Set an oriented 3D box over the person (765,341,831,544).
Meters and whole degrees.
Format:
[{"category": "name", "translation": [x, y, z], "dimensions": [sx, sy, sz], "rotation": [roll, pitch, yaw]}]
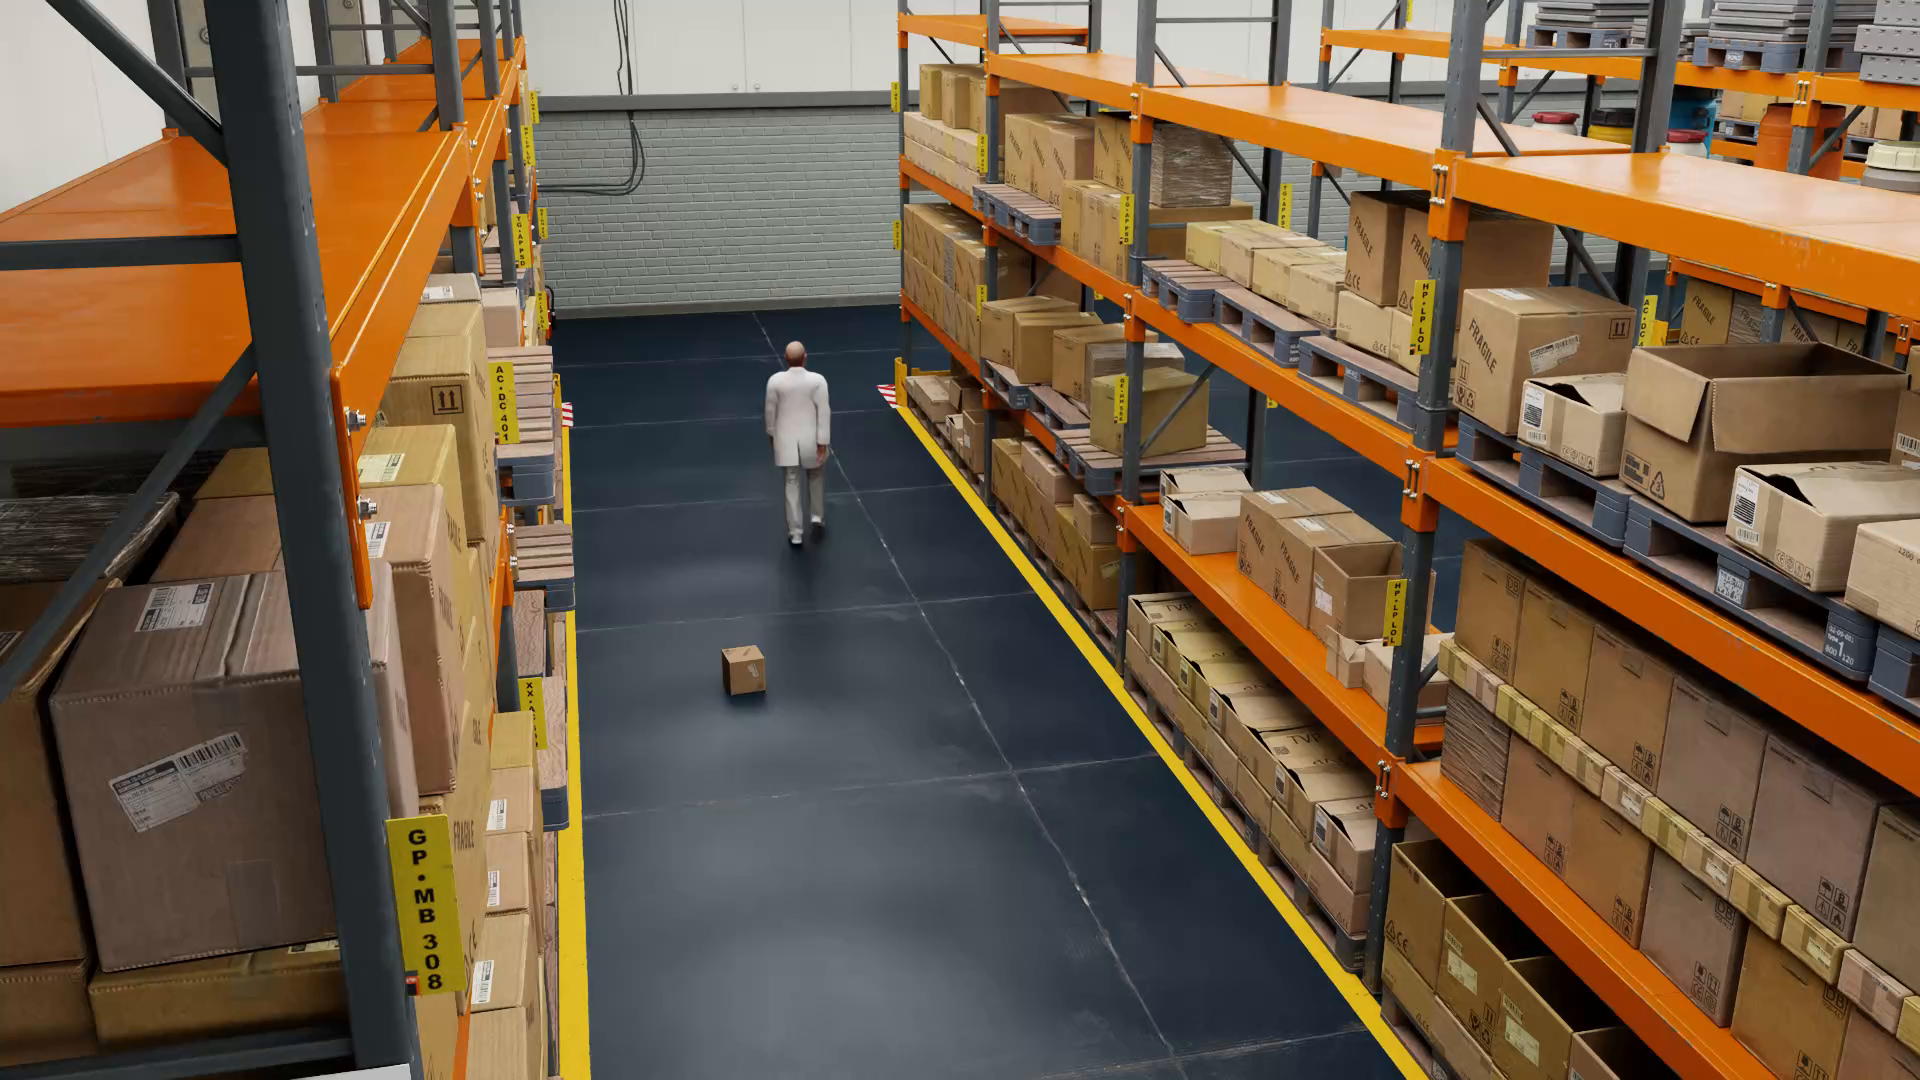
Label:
[{"category": "person", "translation": [-1.417, -0.885, 14.633], "dimensions": [0.576, 1.811, 0.822], "rotation": [-1, 19, -4]}]
